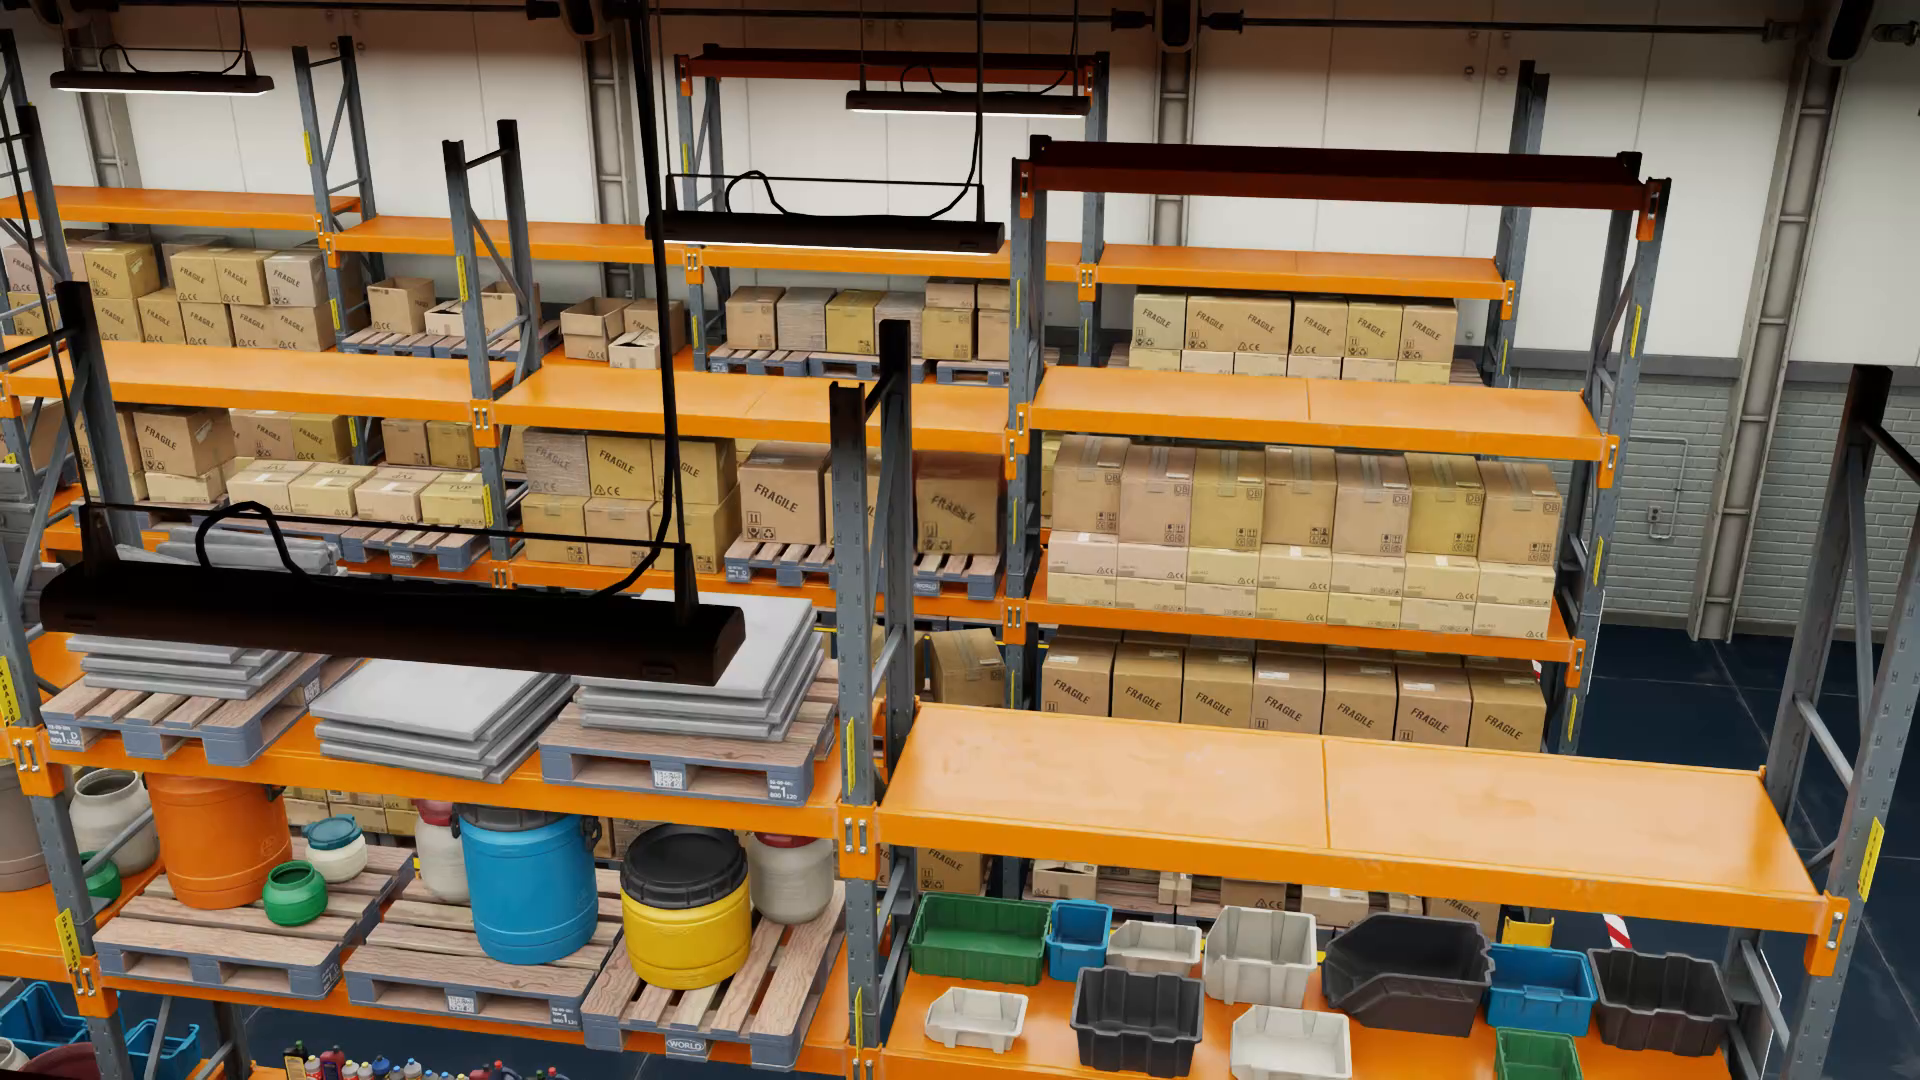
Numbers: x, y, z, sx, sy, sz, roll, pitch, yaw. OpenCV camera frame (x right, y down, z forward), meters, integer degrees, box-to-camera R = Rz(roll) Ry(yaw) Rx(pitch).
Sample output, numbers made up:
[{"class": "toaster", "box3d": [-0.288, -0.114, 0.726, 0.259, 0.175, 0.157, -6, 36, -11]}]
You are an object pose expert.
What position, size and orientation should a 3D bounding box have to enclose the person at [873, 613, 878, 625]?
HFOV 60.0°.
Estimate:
[{"class": "person", "box3d": [-0.996, 0.966, 16.123, 1.060, 1.504, 0.394, -2, 23, -5]}]
